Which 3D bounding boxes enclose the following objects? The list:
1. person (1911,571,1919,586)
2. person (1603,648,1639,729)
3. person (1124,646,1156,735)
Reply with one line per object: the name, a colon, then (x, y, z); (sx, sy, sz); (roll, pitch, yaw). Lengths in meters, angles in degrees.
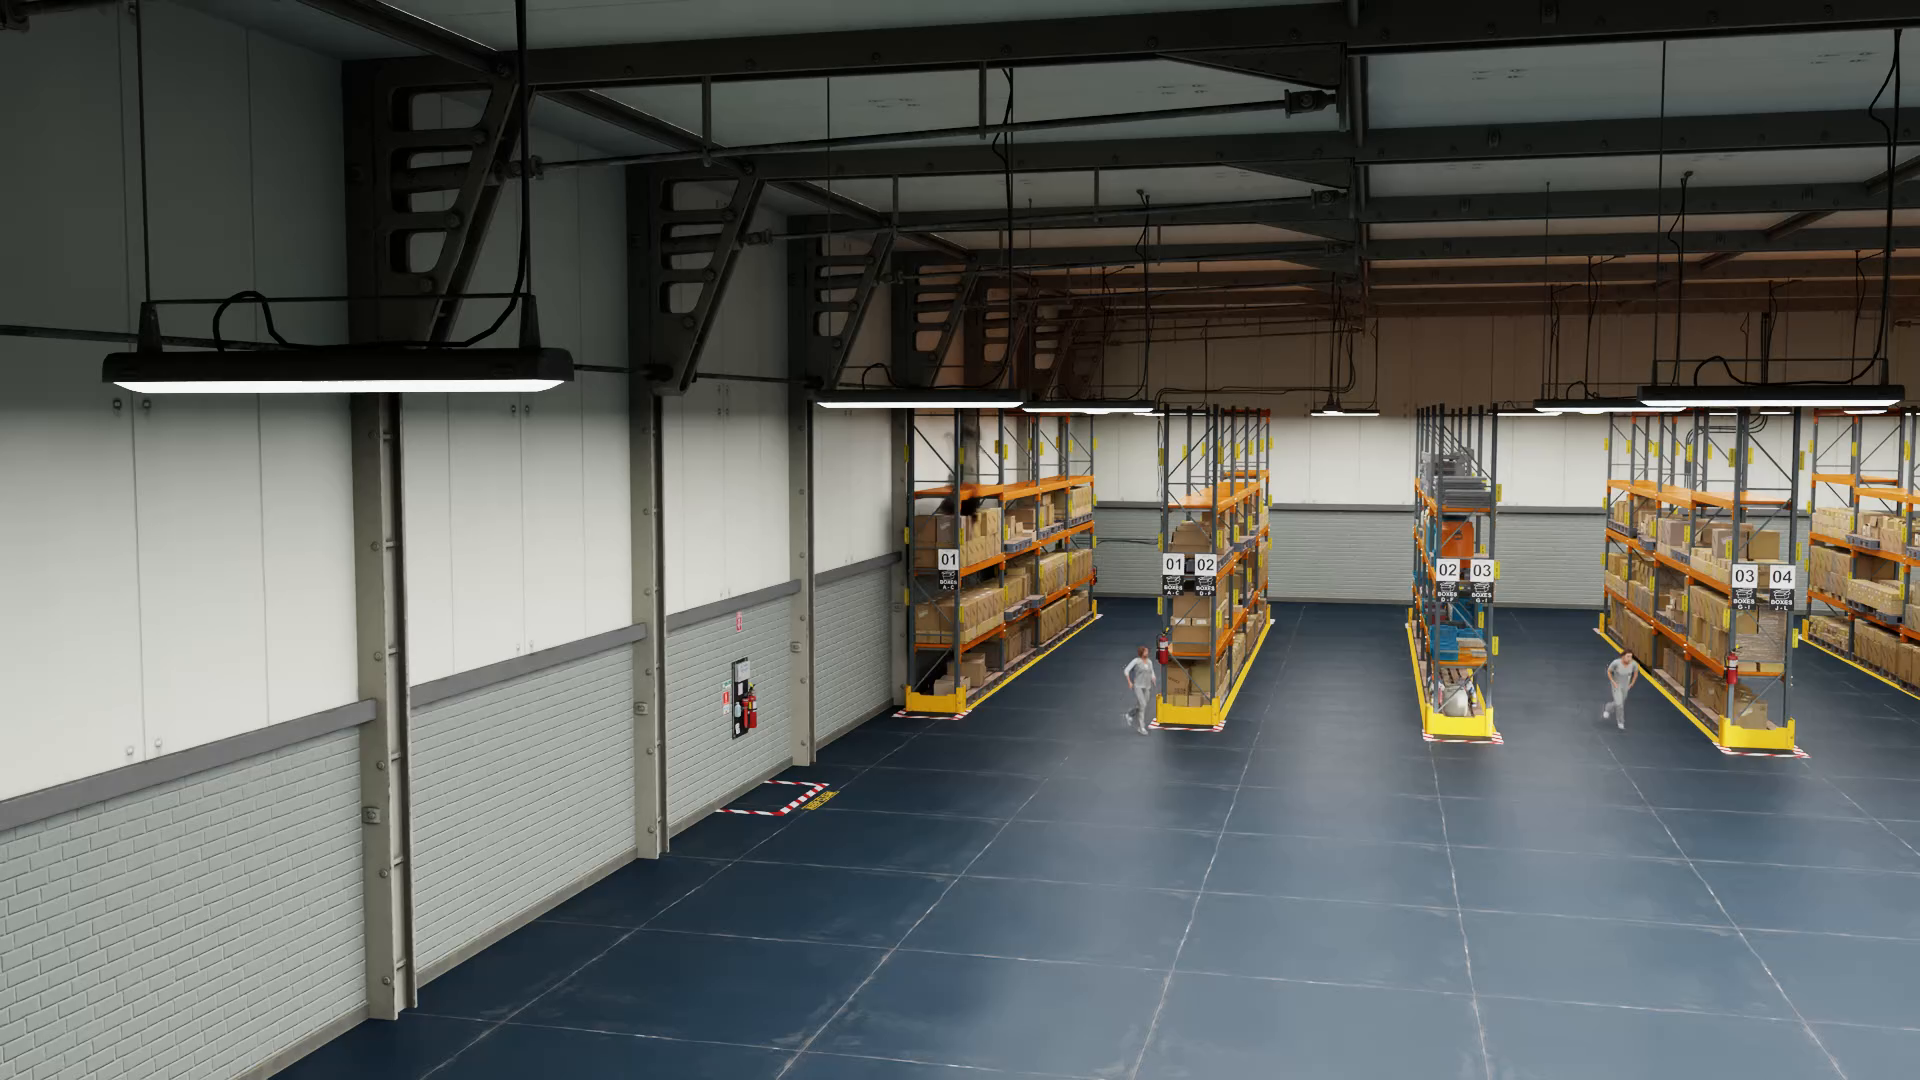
person: (25.846, 1.625, 44.283); (0.940, 1.758, 0.668); (0, 4, 4)
person: (12.280, 2.734, 30.961); (0.573, 1.517, 0.927); (0, 4, 0)
person: (3.329, 2.775, 30.496); (0.583, 1.493, 0.694); (-2, 5, -29)
